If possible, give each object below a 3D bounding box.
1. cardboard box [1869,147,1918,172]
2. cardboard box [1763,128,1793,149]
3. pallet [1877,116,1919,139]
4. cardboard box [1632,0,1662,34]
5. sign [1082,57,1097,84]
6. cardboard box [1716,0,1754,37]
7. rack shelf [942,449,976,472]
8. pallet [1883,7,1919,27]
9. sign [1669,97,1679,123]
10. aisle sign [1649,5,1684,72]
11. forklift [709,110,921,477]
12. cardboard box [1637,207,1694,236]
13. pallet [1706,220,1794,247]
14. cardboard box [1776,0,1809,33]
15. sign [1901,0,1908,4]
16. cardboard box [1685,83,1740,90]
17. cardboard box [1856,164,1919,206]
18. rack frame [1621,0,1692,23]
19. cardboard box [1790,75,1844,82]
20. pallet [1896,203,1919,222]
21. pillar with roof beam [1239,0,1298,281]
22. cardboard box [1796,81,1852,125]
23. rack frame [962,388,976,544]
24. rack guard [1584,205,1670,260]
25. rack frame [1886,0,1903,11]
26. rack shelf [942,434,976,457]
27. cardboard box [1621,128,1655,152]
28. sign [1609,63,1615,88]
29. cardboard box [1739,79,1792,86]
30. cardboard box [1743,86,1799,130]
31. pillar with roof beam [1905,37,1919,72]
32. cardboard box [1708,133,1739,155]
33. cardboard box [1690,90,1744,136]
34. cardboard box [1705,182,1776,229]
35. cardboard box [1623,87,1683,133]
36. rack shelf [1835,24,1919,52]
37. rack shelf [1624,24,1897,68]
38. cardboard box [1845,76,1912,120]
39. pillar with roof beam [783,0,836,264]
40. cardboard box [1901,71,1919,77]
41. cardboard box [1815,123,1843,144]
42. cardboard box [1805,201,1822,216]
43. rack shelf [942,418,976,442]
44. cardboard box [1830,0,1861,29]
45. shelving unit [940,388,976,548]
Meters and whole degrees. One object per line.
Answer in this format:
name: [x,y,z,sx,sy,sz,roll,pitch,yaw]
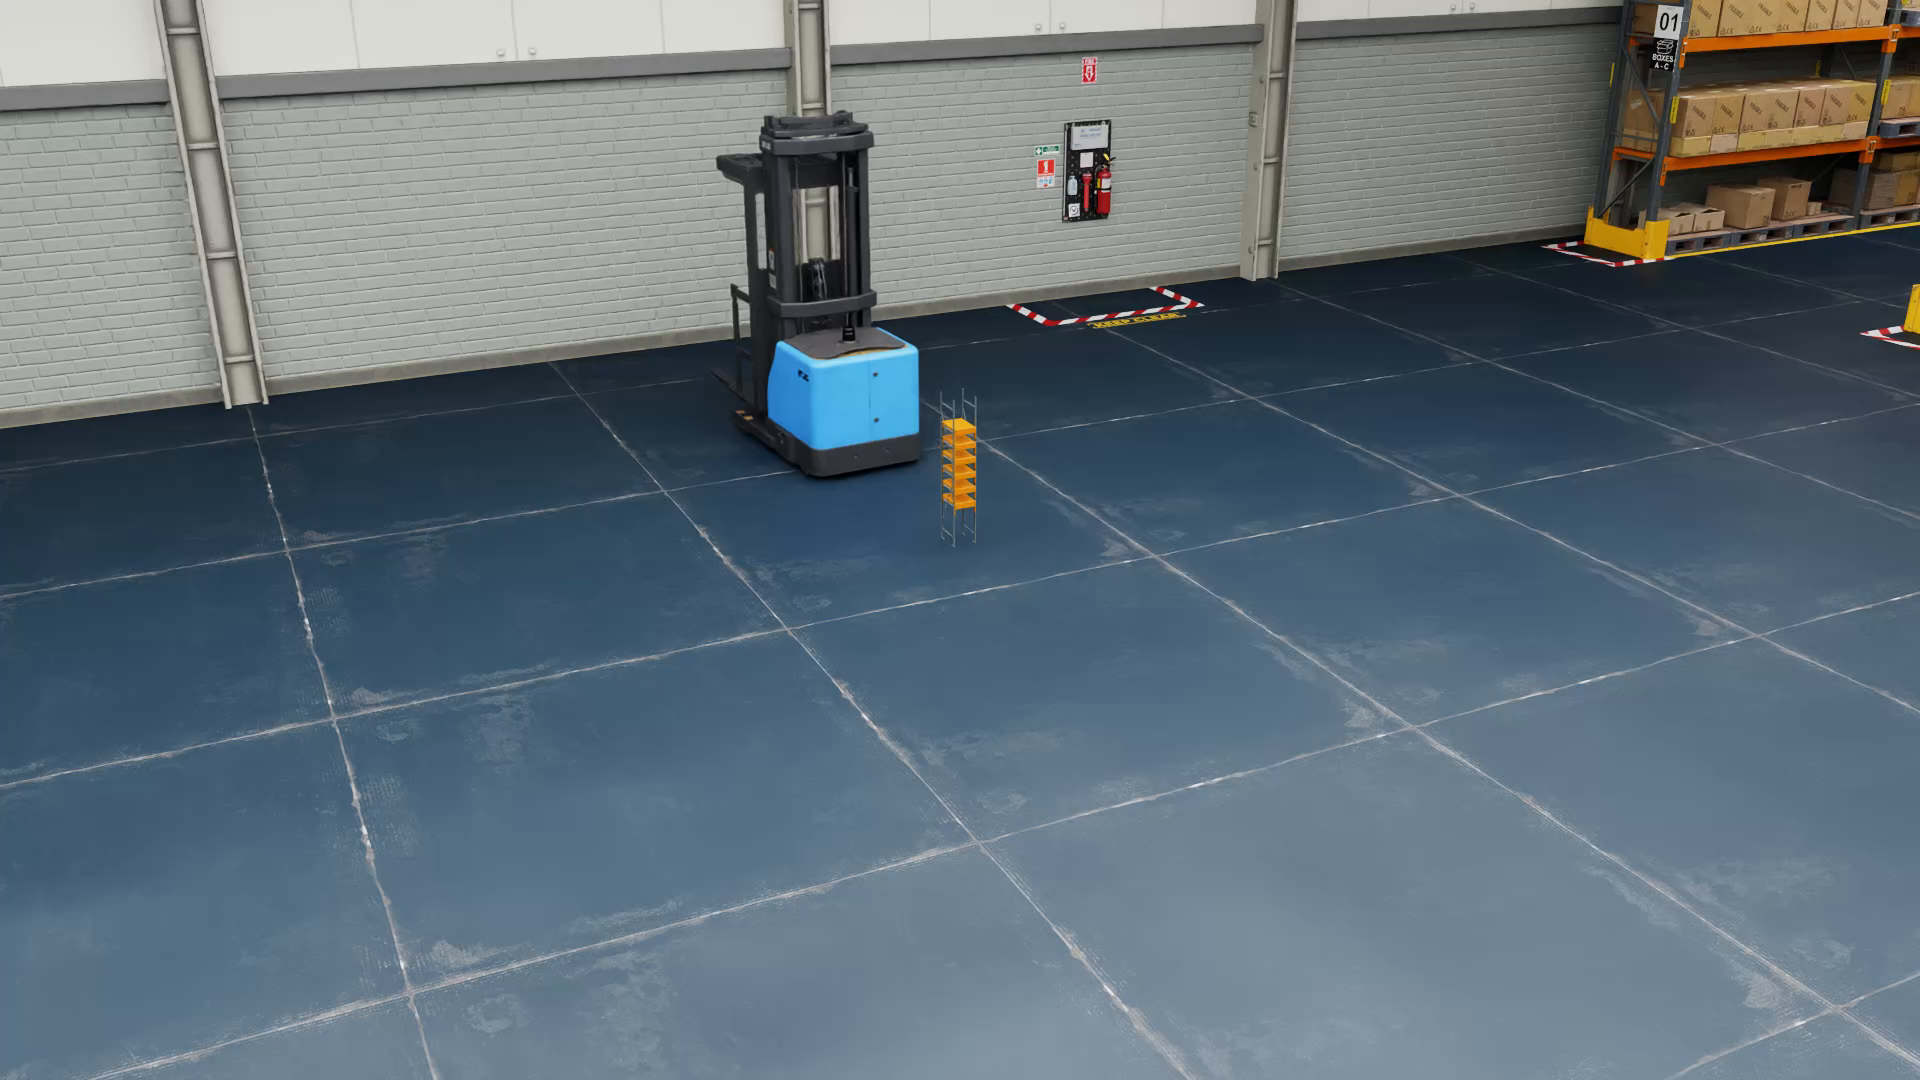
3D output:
cardboard box: [13.599,-5.576,24.334,0.500,0.250,0.500,-11,25,-25]
cardboard box: [10.901,-5.483,22.568,0.500,0.250,0.500,-10,25,-23]
pallet: [13.300,-5.967,23.817,1.213,0.211,1.003,-10,25,-24]
cardboard box: [9.210,-6.913,21.774,0.500,0.500,0.500,-9,24,-20]
sign: [1.499,-5.442,19.266,0.199,0.298,0.001,-10,25,-24]
cardboard box: [9.853,-6.803,21.507,0.500,0.500,0.500,-9,24,-20]
rack shelf: [-0.013,-0.622,12.809,0.180,0.103,0.258,-10,25,-24]
pallet: [13.151,-7.344,23.216,1.003,0.211,1.213,-10,25,-24]
sign: [9.179,-5.528,21.375,0.005,0.325,0.100,-10,25,-24]
aisle sign: [9.009,-6.401,21.216,0.004,0.787,0.394,-10,25,-24]
forklift: [-1.491,-2.418,15.082,1.130,2.935,3.031,-12,25,-26]
cardboard box: [9.606,-4.360,22.625,0.500,0.311,0.500,-14,26,-30]
pallet: [10.857,-4.363,23.337,1.213,0.211,1.003,-10,25,-24]
cardboard box: [10.793,-6.987,21.951,0.500,0.500,0.500,-9,24,-20]
sign: [12.790,-7.418,22.474,0.005,0.325,0.100,-10,25,-24]
cardboard box: [10.198,-5.921,22.644,0.500,0.500,0.500,-11,25,-25]
cardboard box: [13.648,-5.258,24.547,0.500,0.500,0.700,-11,25,-25]
rack frame: [8.944,-8.087,20.845,0.127,3.000,1.000,-10,25,-24]
cardboard box: [12.034,-6.259,23.462,0.500,0.500,0.500,-11,25,-25]
pallet: [14.350,-5.024,24.934,1.213,0.211,1.003,-10,25,-24]
pillar with roof beam: [5.660,-6.023,15.857,0.400,9.000,9.100,-10,25,-24]
cardboard box: [11.809,-5.996,22.825,0.500,0.500,0.500,-11,25,-24]
rack frame: [0.069,-0.567,12.874,0.006,1.200,0.240,-10,25,-24]
rack guard: [9.012,-4.173,22.501,0.348,0.500,1.175,-10,25,-24]
rack frame: [12.548,-8.751,22.448,0.127,3.000,1.000,-10,25,-24]
rack shelf: [-0.013,-0.733,12.763,0.180,0.103,0.258,-10,25,-24]
cardboard box: [9.281,-5.400,22.366,0.500,0.250,0.500,-10,25,-23]
sign: [8.721,-6.191,22.180,0.005,0.325,0.100,-10,25,-24]
cardboard box: [11.115,-6.094,23.063,0.500,0.500,0.500,-10,24,-22]
cardboard box: [10.882,-5.829,22.423,0.500,0.500,0.500,-10,24,-22]
pillar with roof beam: [16.473,-8.013,20.666,0.400,9.000,9.100,-10,25,-24]
cardboard box: [9.983,-5.318,22.168,0.500,0.250,0.500,-11,25,-25]
cardboard box: [9.954,-5.656,22.004,0.500,0.500,0.500,-10,25,-23]
cardboard box: [10.803,-4.647,23.069,0.500,0.500,0.700,-12,25,-27]
cardboard box: [9.276,-5.753,22.239,0.500,0.500,0.500,-11,25,-24]
rack shelf: [14.350,-7.364,23.960,4.000,0.370,1.077,-10,25,-24]
rack shelf: [10.746,-6.701,22.358,4.000,0.370,1.077,-10,25,-24]
cardboard box: [13.021,-6.301,23.667,0.500,0.500,0.700,-10,25,-23]
pillar with roof beam: [0.254,-5.027,13.453,0.400,9.000,9.100,-10,25,-24]
cardboard box: [14.108,-6.511,24.175,0.500,0.500,0.700,-7,23,-16]
cardboard box: [11.800,-5.656,22.985,0.500,0.250,0.500,-10,25,-23]
cardboard box: [12.079,-4.774,23.813,0.250,0.166,0.380,-14,26,-30]
rack shelf: [-0.013,-0.844,12.717,0.180,0.103,0.258,-10,25,-24]
cardboard box: [11.739,-7.172,22.398,0.500,0.500,0.500,-13,26,-28]
shelving unit: [-0.013,-0.552,12.838,0.189,1.200,0.258,-10,25,-24]
